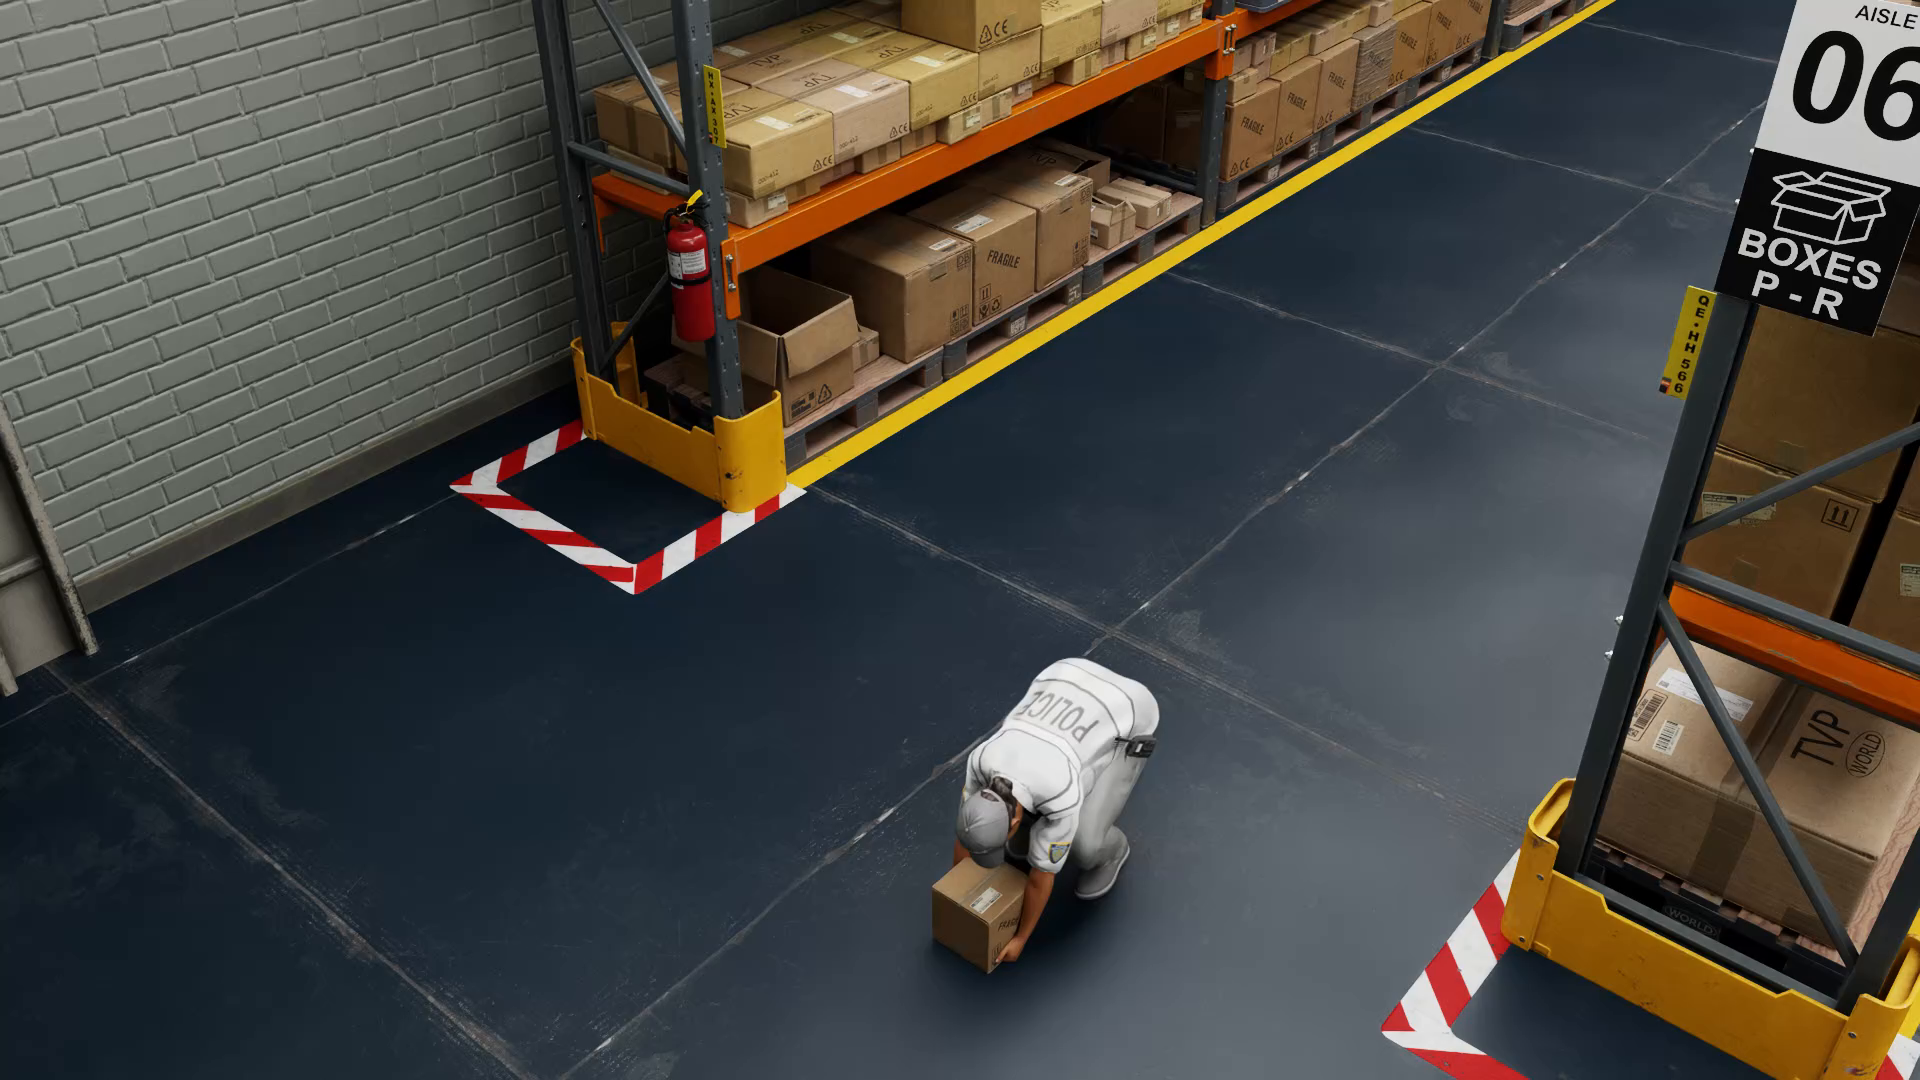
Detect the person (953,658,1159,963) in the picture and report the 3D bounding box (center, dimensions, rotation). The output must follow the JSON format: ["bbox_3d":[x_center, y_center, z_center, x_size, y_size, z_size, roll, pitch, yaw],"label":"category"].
[{"bbox_3d":[0.295,0.899,5.662,0.513,0.784,0.942,24,42,30],"label":"person"}]
